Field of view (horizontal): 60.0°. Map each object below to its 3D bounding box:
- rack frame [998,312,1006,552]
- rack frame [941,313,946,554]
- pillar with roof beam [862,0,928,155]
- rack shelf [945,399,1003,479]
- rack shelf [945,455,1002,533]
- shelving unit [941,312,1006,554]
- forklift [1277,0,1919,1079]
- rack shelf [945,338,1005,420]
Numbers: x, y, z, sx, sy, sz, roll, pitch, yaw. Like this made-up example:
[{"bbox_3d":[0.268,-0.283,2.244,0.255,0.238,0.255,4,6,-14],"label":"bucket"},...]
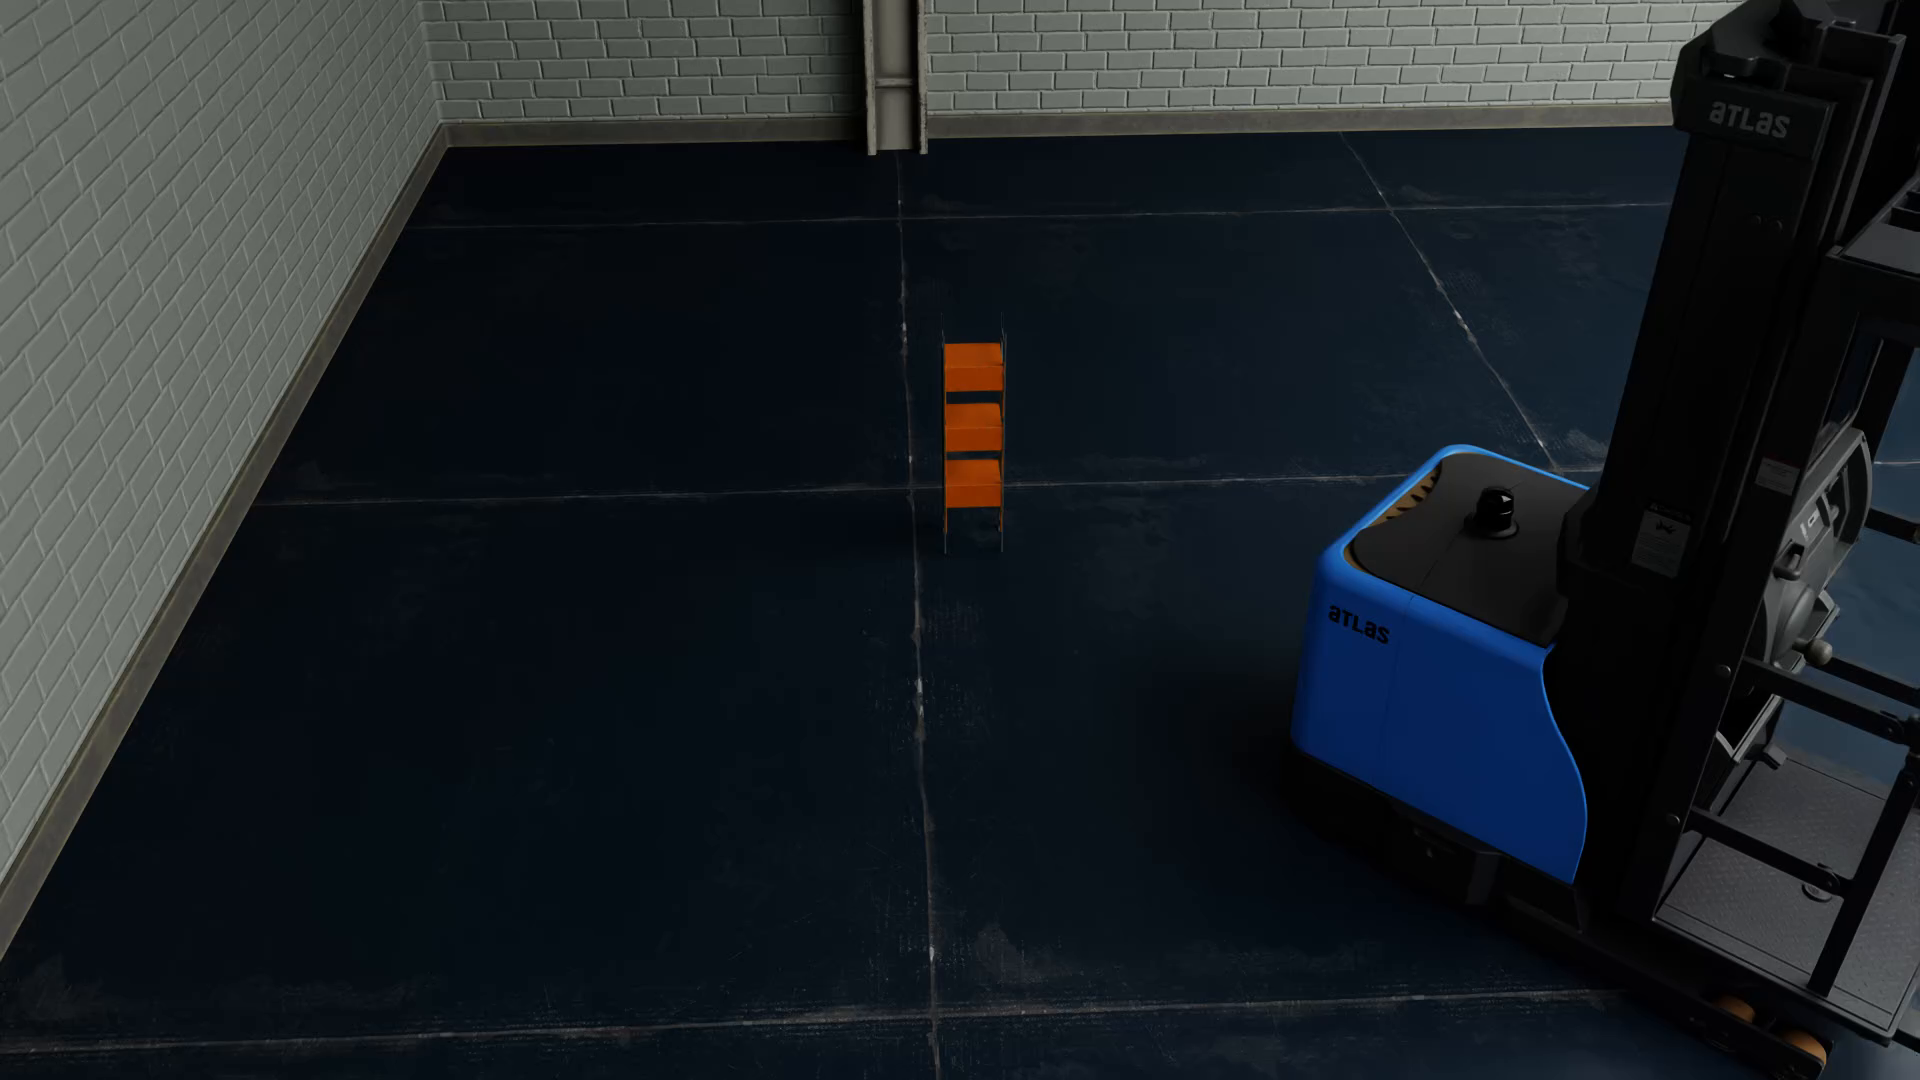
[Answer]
[{"bbox_3d":[0.175,-0.436,6.958,0.008,1.050,0.200,-2,35,-2],"label":"rack frame"},{"bbox_3d":[-0.068,-0.430,6.949,0.008,1.050,0.200,-2,35,-2],"label":"rack frame"},{"bbox_3d":[-0.214,-3.869,4.932,0.400,9.000,9.100,-2,35,-2],"label":"pillar with roof beam"},{"bbox_3d":[0.053,-0.424,6.959,0.240,0.259,0.215,-2,35,-2],"label":"rack shelf"},{"bbox_3d":[0.053,-0.196,7.117,0.240,0.259,0.215,-2,35,-2],"label":"rack shelf"},{"bbox_3d":[0.053,-0.433,6.953,0.252,1.050,0.215,-2,35,-2],"label":"shelving unit"},{"bbox_3d":[2.571,0.066,4.580,3.031,2.935,1.130,26,42,32],"label":"forklift"},{"bbox_3d":[0.053,-0.658,6.798,0.240,0.259,0.215,-2,35,-2],"label":"rack shelf"}]
